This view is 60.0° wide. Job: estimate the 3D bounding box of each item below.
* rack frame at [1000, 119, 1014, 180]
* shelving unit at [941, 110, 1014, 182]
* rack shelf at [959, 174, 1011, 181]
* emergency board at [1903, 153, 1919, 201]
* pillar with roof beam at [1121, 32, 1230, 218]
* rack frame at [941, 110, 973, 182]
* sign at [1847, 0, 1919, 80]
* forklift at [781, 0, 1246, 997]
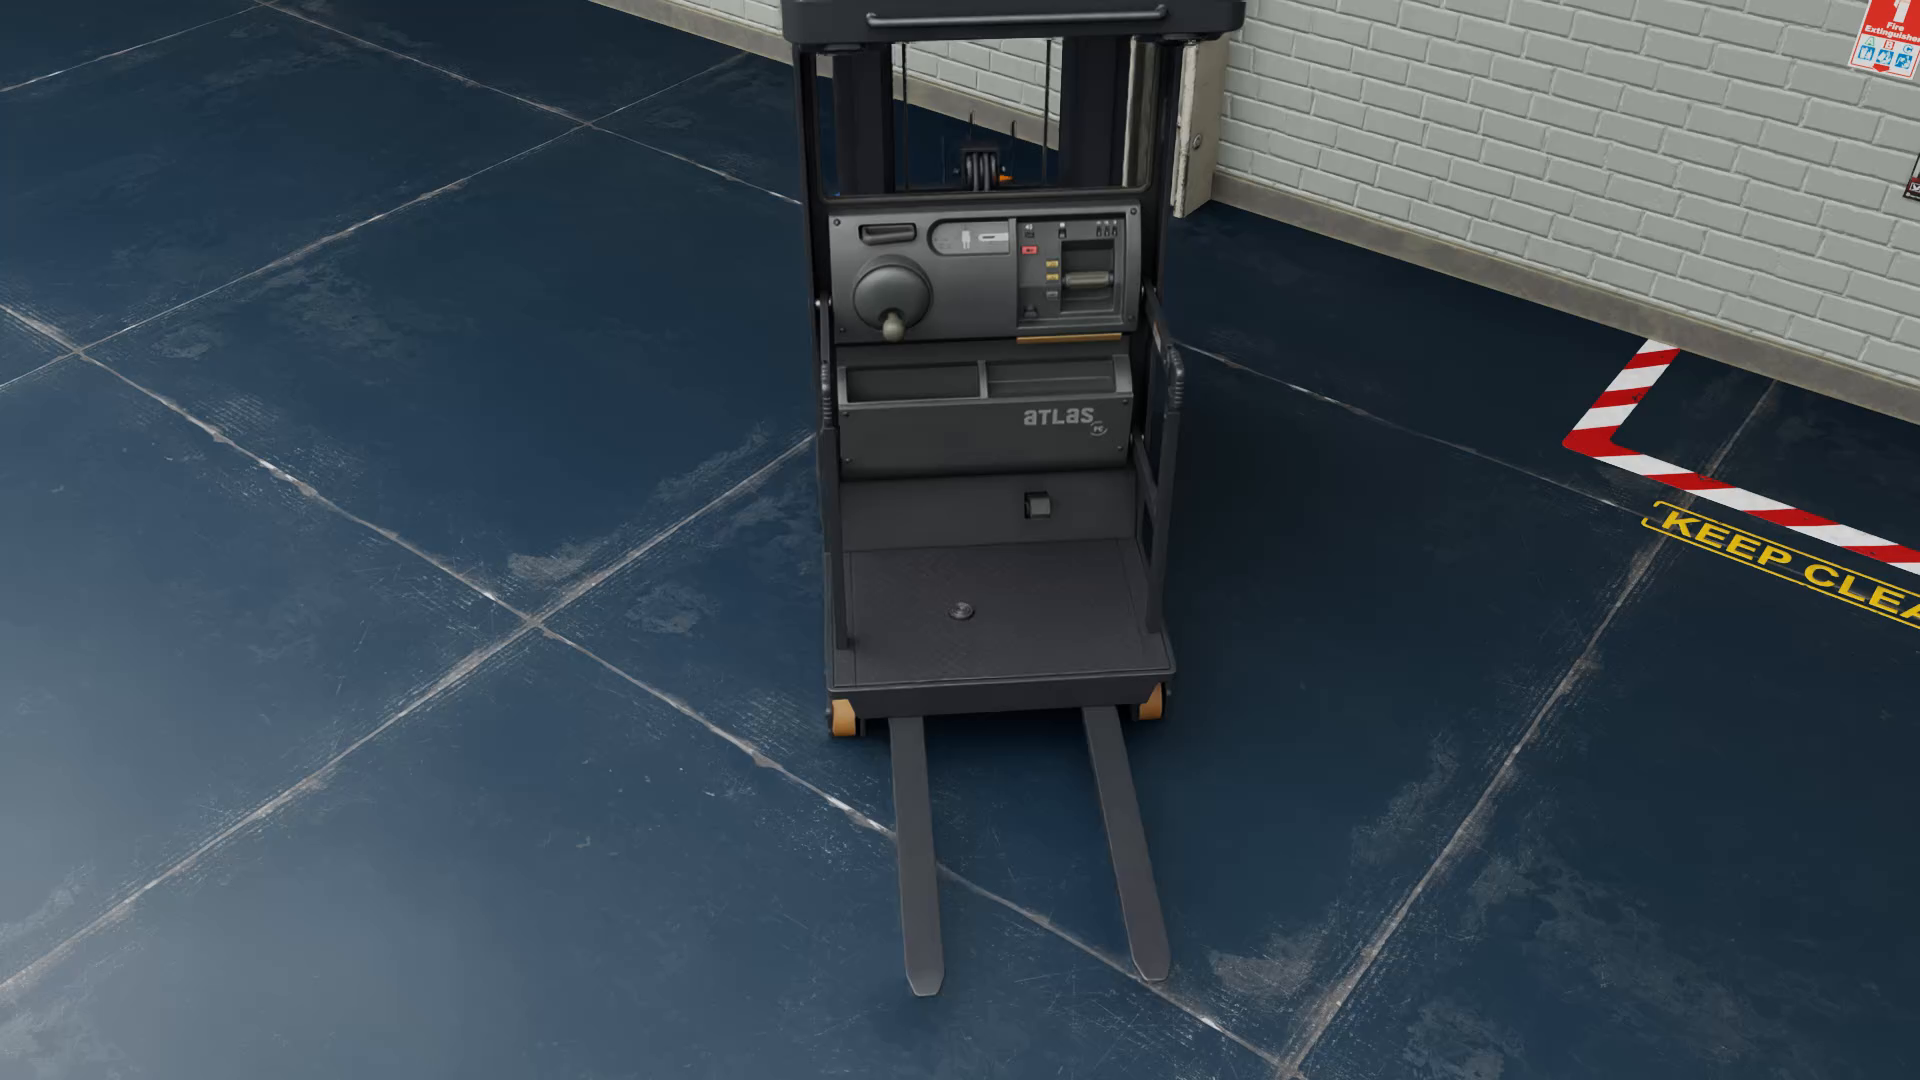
[{"bbox_3d":[0.160,-1.069,6.634,0.006,1.200,0.240,18,42,23],"label":"rack frame"},{"bbox_3d":[0.080,-1.094,6.670,0.189,1.200,0.258,18,42,23],"label":"shelving unit"},{"bbox_3d":[0.073,-1.343,6.476,0.180,0.103,0.258,18,42,23],"label":"rack shelf"},{"bbox_3d":[3.875,-1.645,5.917,0.626,1.169,0.157,25,45,29],"label":"emergency board"},{"bbox_3d":[-1.571,-3.189,3.024,0.400,9.000,9.100,25,45,29],"label":"pillar with roof beam"},{"bbox_3d":[-0.001,-1.120,6.705,0.006,1.200,0.240,18,42,23],"label":"rack frame"},{"bbox_3d":[3.494,-1.904,6.220,0.234,0.329,0.001,25,45,29],"label":"sign"},{"bbox_3d":[0.098,-0.729,4.803,1.130,2.935,3.031,-3,38,-4],"label":"forklift"}]
